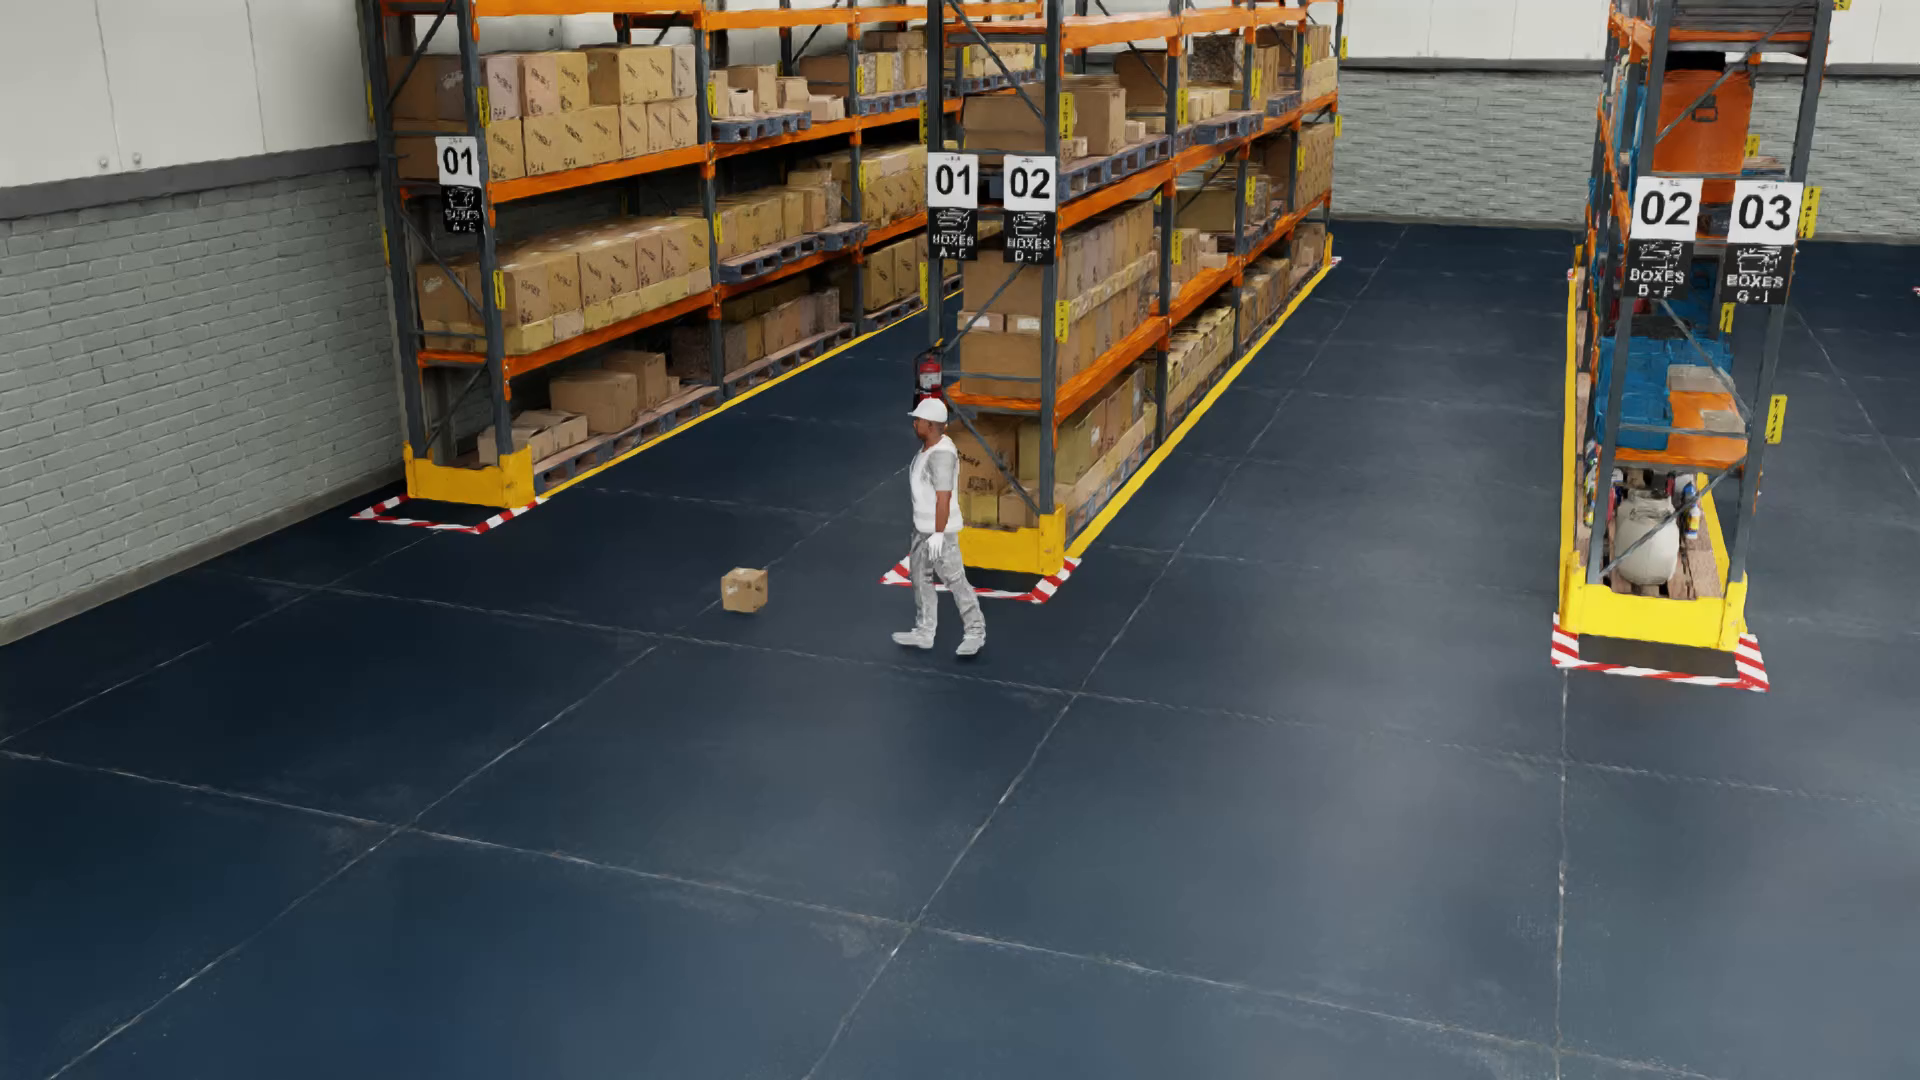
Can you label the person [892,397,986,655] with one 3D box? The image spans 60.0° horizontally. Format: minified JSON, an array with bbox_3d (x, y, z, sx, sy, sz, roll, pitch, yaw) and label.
[{"bbox_3d":[-0.149,-0.102,11.340,0.623,1.781,0.693,-3,19,-9],"label":"person"}]
